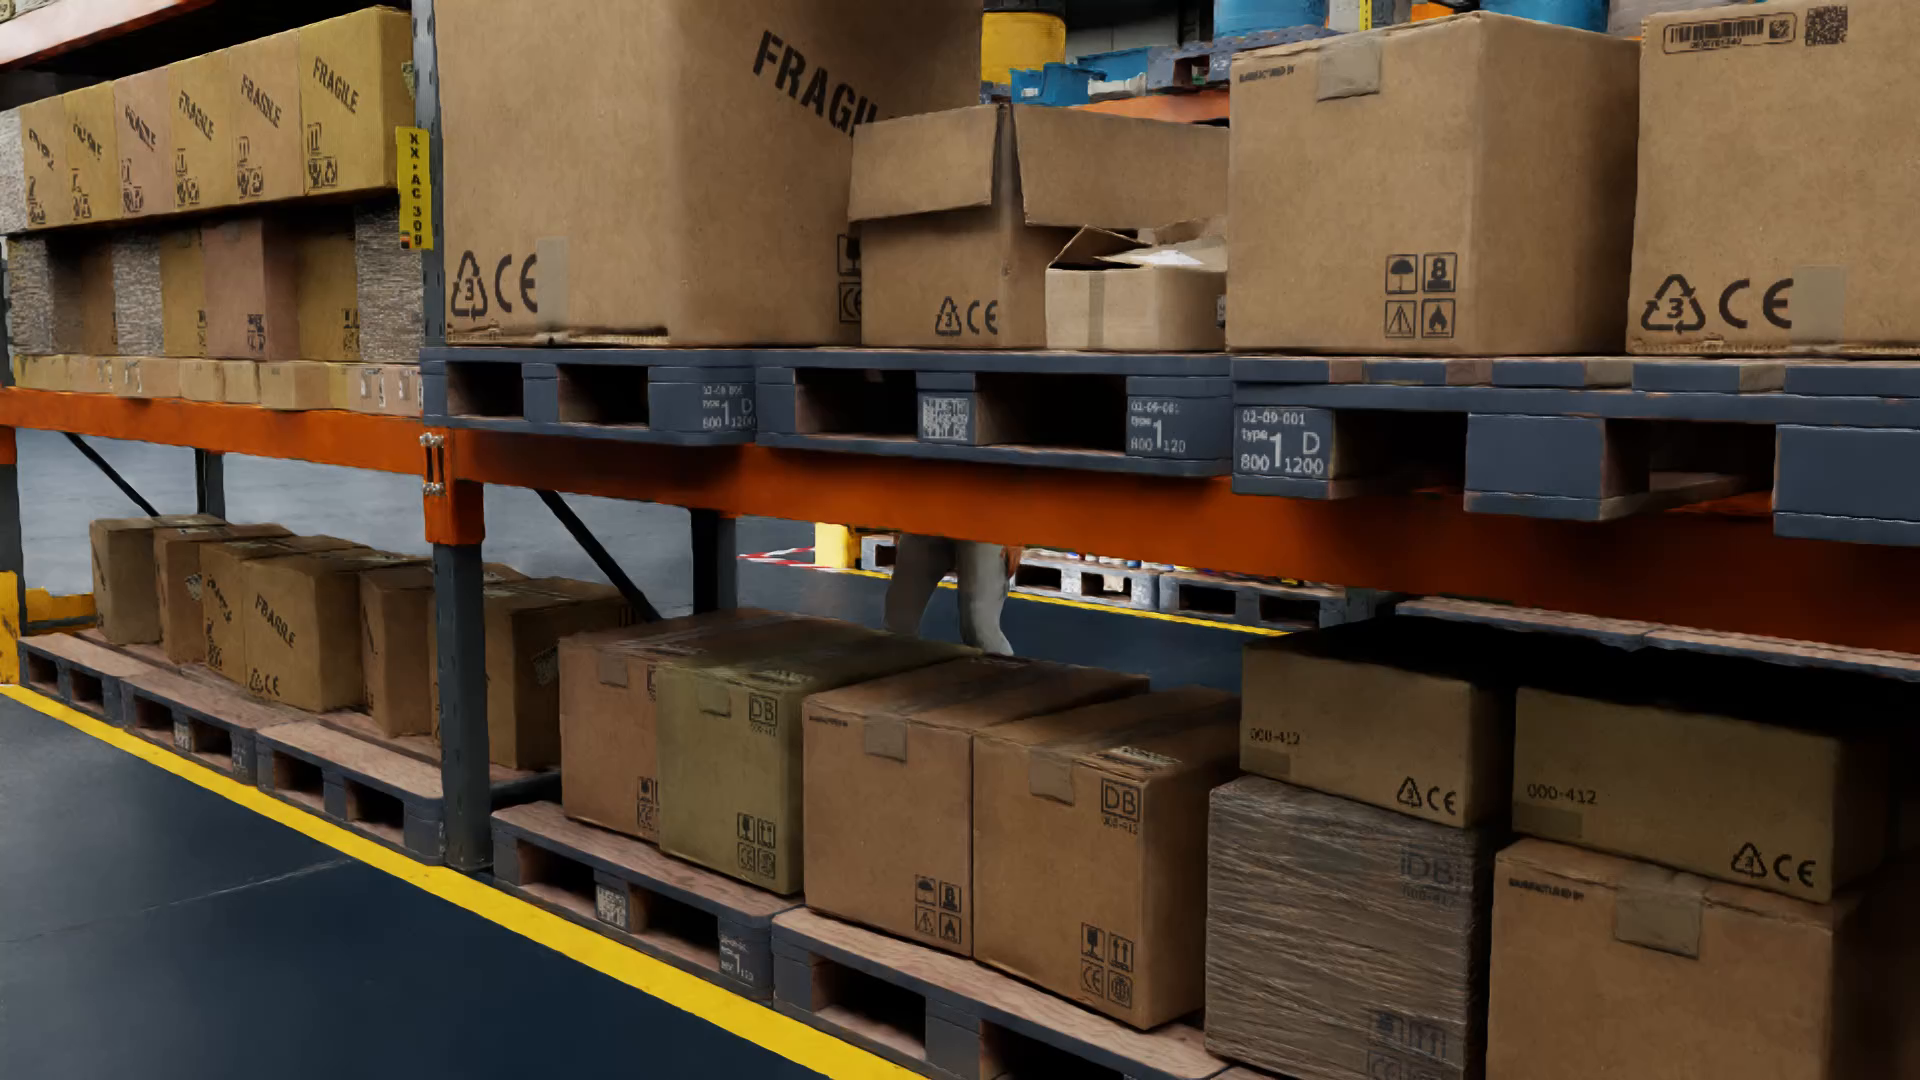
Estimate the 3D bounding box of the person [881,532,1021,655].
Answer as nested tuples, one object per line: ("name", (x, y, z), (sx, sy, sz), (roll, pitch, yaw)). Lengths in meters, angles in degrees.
("person", (-0.082, -0.041, 6.191), (0.695, 1.639, 0.437), (3, 8, 21))
